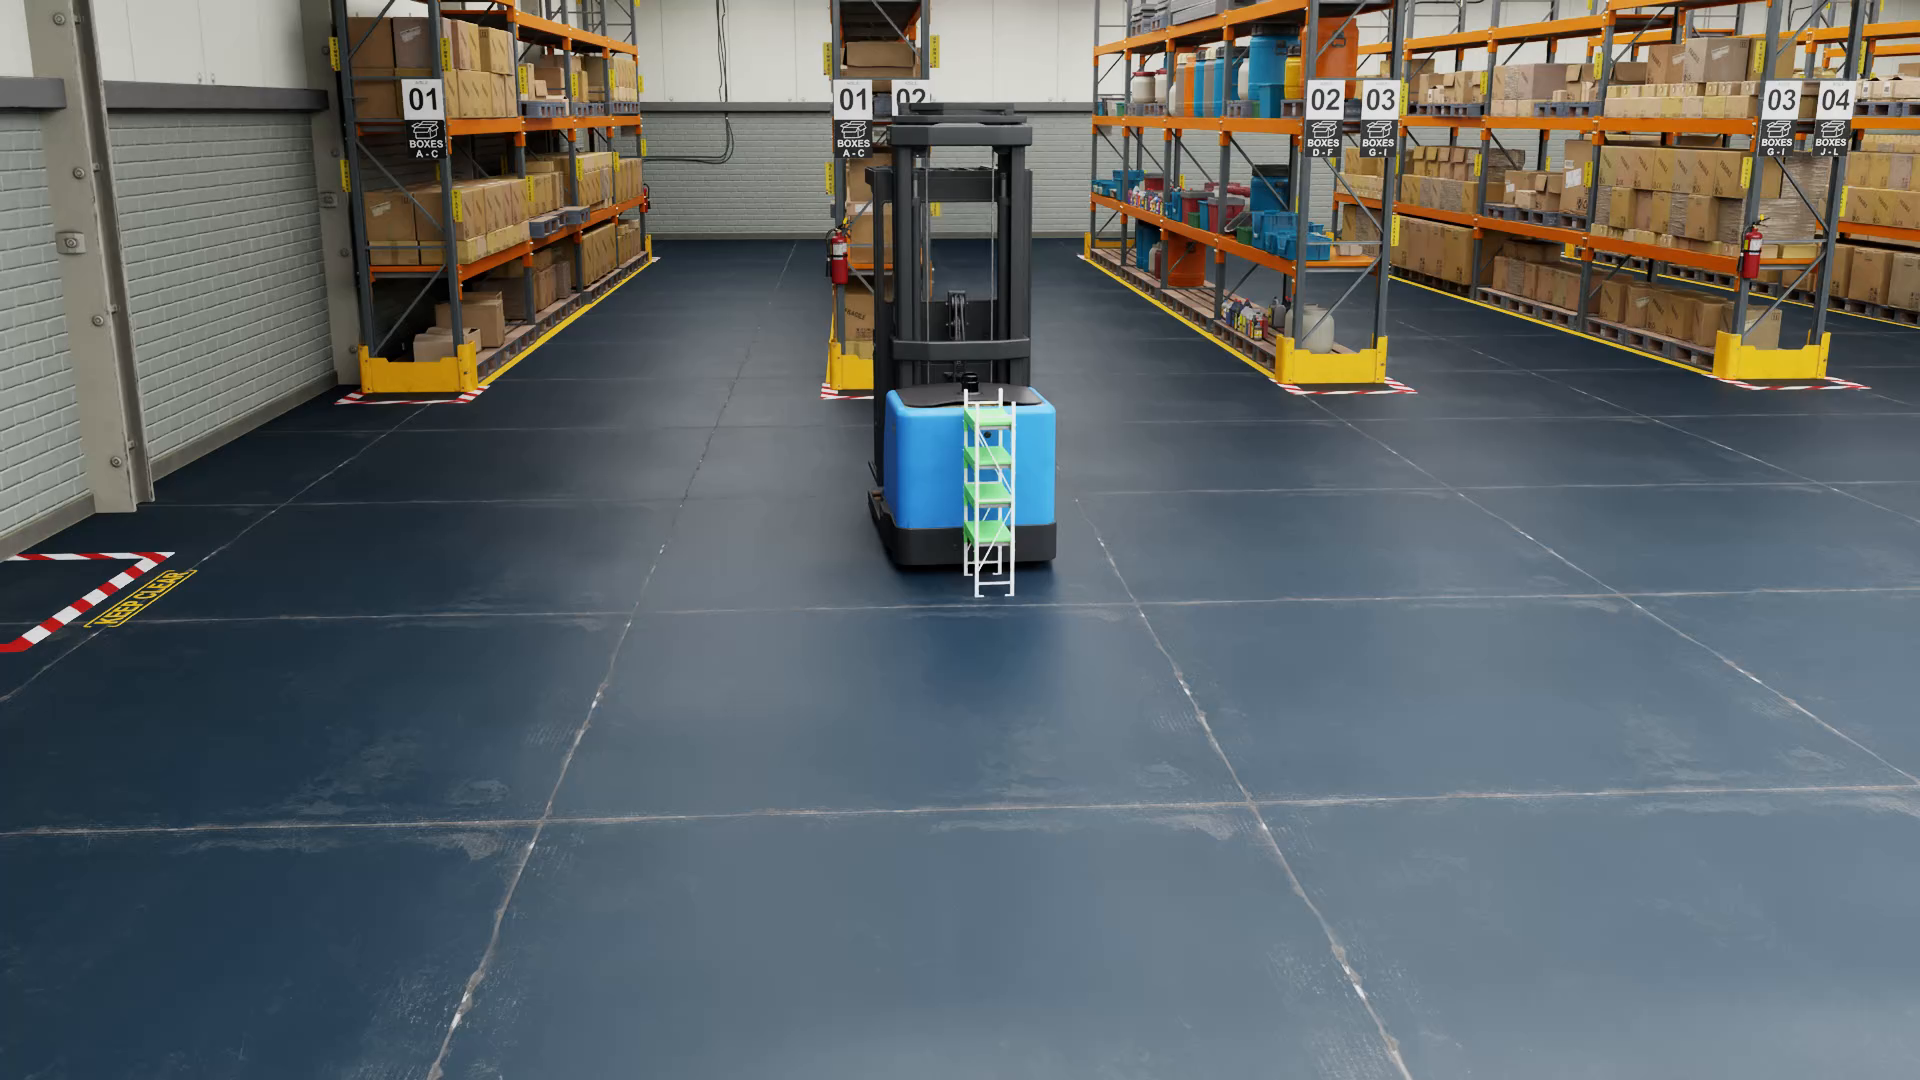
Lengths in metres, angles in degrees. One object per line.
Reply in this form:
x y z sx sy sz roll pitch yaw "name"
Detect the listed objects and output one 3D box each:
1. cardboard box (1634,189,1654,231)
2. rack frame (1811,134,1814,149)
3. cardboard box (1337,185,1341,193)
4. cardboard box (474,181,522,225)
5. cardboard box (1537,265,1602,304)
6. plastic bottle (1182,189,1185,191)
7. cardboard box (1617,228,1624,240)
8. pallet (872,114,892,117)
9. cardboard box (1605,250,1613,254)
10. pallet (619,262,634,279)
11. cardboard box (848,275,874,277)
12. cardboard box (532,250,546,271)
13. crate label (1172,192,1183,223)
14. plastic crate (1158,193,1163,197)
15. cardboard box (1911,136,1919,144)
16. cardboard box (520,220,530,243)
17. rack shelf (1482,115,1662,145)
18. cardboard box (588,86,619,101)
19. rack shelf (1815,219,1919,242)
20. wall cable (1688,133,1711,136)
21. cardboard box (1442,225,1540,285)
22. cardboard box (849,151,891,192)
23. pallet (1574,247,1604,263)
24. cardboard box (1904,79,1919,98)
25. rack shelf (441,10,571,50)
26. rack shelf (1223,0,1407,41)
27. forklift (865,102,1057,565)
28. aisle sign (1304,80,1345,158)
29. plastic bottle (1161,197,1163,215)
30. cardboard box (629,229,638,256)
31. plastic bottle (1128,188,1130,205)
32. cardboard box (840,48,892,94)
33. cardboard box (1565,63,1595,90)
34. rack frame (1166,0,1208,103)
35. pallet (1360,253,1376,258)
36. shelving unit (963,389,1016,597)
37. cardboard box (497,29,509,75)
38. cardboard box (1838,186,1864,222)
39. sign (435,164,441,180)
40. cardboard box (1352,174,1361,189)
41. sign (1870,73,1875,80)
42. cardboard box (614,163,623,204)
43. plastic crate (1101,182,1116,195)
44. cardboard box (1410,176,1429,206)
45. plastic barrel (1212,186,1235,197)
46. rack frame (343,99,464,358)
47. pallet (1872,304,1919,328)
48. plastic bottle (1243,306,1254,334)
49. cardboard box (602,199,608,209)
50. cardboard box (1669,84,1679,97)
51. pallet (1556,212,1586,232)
8.918 -4.094 20.622 0.875 0.500 0.500 -1 14 -3 "cardboard box"
17.972 -7.400 34.266 1.000 3.000 0.127 -1 14 -3 "rack frame"
7.773 -7.032 33.340 0.380 0.149 0.250 -1 14 -3 "cardboard box"
-5.633 -4.096 20.183 0.500 0.500 0.500 -1 14 -4 "cardboard box"
8.762 -3.676 23.927 0.700 0.500 0.500 -2 15 -8 "cardboard box"
3.693 -5.618 27.441 0.144 0.351 0.185 -1 14 -3 "plastic bottle"
8.608 -3.896 21.154 0.380 0.149 0.250 -1 14 -3 "cardboard box"
-1.131 -5.690 21.984 0.805 0.209 1.217 -1 15 -6 "pallet"
12.816 -5.670 32.421 0.380 0.149 0.250 -2 15 -6 "cardboard box"
-6.472 -4.862 30.001 1.003 0.211 1.213 -1 14 -3 "pallet"
-1.285 -2.976 20.245 0.500 0.500 0.500 -1 14 -3 "cardboard box"
-6.149 -3.945 23.466 0.500 0.250 0.500 -1 14 -4 "cardboard box"
3.424 -4.947 24.661 0.502 0.435 0.616 -1 14 -3 "crate label"
3.499 -6.195 29.992 0.396 0.136 0.243 -1 14 -3 "plastic crate"
17.969 -7.453 30.964 0.380 0.149 0.250 -1 14 -3 "cardboard box"
-5.675 -3.857 20.757 0.500 0.250 0.500 -1 14 -3 "cardboard box"
8.700 -5.864 23.722 1.077 0.370 4.000 -1 14 -3 "rack shelf"
-6.283 -7.830 29.178 0.500 0.250 0.500 -1 14 -4 "cardboard box"
13.657 -4.463 24.295 1.077 0.370 4.000 -1 14 -3 "rack shelf"
17.599 -9.309 39.585 0.585 1.953 0.123 -1 14 -3 "wall cable"
8.554 -4.603 26.820 1.225 0.875 0.875 -2 15 -6 "cardboard box"
-0.873 -4.052 18.452 0.700 0.500 0.500 -1 14 -5 "cardboard box"
13.057 -5.726 33.358 1.003 0.211 1.213 -1 14 -3 "pallet"
13.485 -6.249 23.033 0.500 0.250 0.500 -1 14 -4 "cardboard box"
-6.131 -6.894 22.506 1.077 0.370 4.000 -1 14 -3 "rack shelf"
4.005 -6.052 19.234 1.077 0.370 4.000 -1 14 -3 "rack shelf"
-0.084 -1.575 11.766 1.130 2.935 3.031 -2 15 -7 "forklift"
3.836 -4.428 17.498 0.394 0.787 0.004 -1 14 -3 "aisle sign"
3.182 -5.218 26.022 0.061 0.283 0.133 -1 14 -3 "plastic bottle"
-6.577 -5.713 31.885 0.700 0.500 0.500 -1 14 -4 "cardboard box"
2.982 -6.021 29.143 0.061 0.283 0.133 -1 14 -3 "plastic bottle"
-1.087 -5.473 19.426 0.797 0.503 0.637 1 14 3 "cardboard box"
8.914 -6.635 24.070 0.500 0.500 0.500 -1 14 -2 "cardboard box"
3.633 -8.086 24.894 1.000 3.000 0.127 -1 14 -3 "rack frame"
8.281 -5.396 32.074 1.003 0.211 1.213 -1 14 -3 "pallet"
0.178 -0.297 10.273 0.258 1.200 0.503 -2 15 -7 "shelving unit"
-5.661 -5.771 19.668 0.500 0.500 0.500 0 14 0 "cardboard box"
13.356 -4.989 24.697 0.500 0.500 0.500 -1 14 -3 "cardboard box"
-6.561 -4.584 21.000 0.100 0.325 0.005 -1 14 -3 "sign"
7.907 -6.940 32.185 0.500 0.250 0.500 -1 14 -5 "cardboard box"
14.087 -7.056 25.716 0.100 0.325 0.005 -1 14 -3 "sign"
-6.520 -6.303 29.402 0.980 0.700 0.700 -1 14 -3 "cardboard box"
2.905 -6.724 31.857 0.416 0.233 0.300 -1 14 -3 "plastic crate"
8.140 -6.057 28.847 0.500 0.500 0.500 -1 14 -3 "cardboard box"
3.910 -4.982 24.646 0.421 0.512 0.421 0 14 0 "plastic barrel"
-5.760 -3.038 17.314 1.000 3.000 0.127 -1 14 -3 "rack frame"
13.658 -3.154 23.361 1.003 0.211 1.213 -1 14 -3 "pallet"
3.566 -2.710 20.472 0.144 0.351 0.185 0 14 -1 "plastic bottle"
-6.114 -5.638 27.885 0.380 0.149 0.250 -1 14 -3 "cardboard box"
8.705 -5.363 19.830 0.380 0.149 0.250 -1 14 -2 "cardboard box"
8.922 -4.362 22.844 1.003 0.211 1.213 -1 14 -3 "pallet"
